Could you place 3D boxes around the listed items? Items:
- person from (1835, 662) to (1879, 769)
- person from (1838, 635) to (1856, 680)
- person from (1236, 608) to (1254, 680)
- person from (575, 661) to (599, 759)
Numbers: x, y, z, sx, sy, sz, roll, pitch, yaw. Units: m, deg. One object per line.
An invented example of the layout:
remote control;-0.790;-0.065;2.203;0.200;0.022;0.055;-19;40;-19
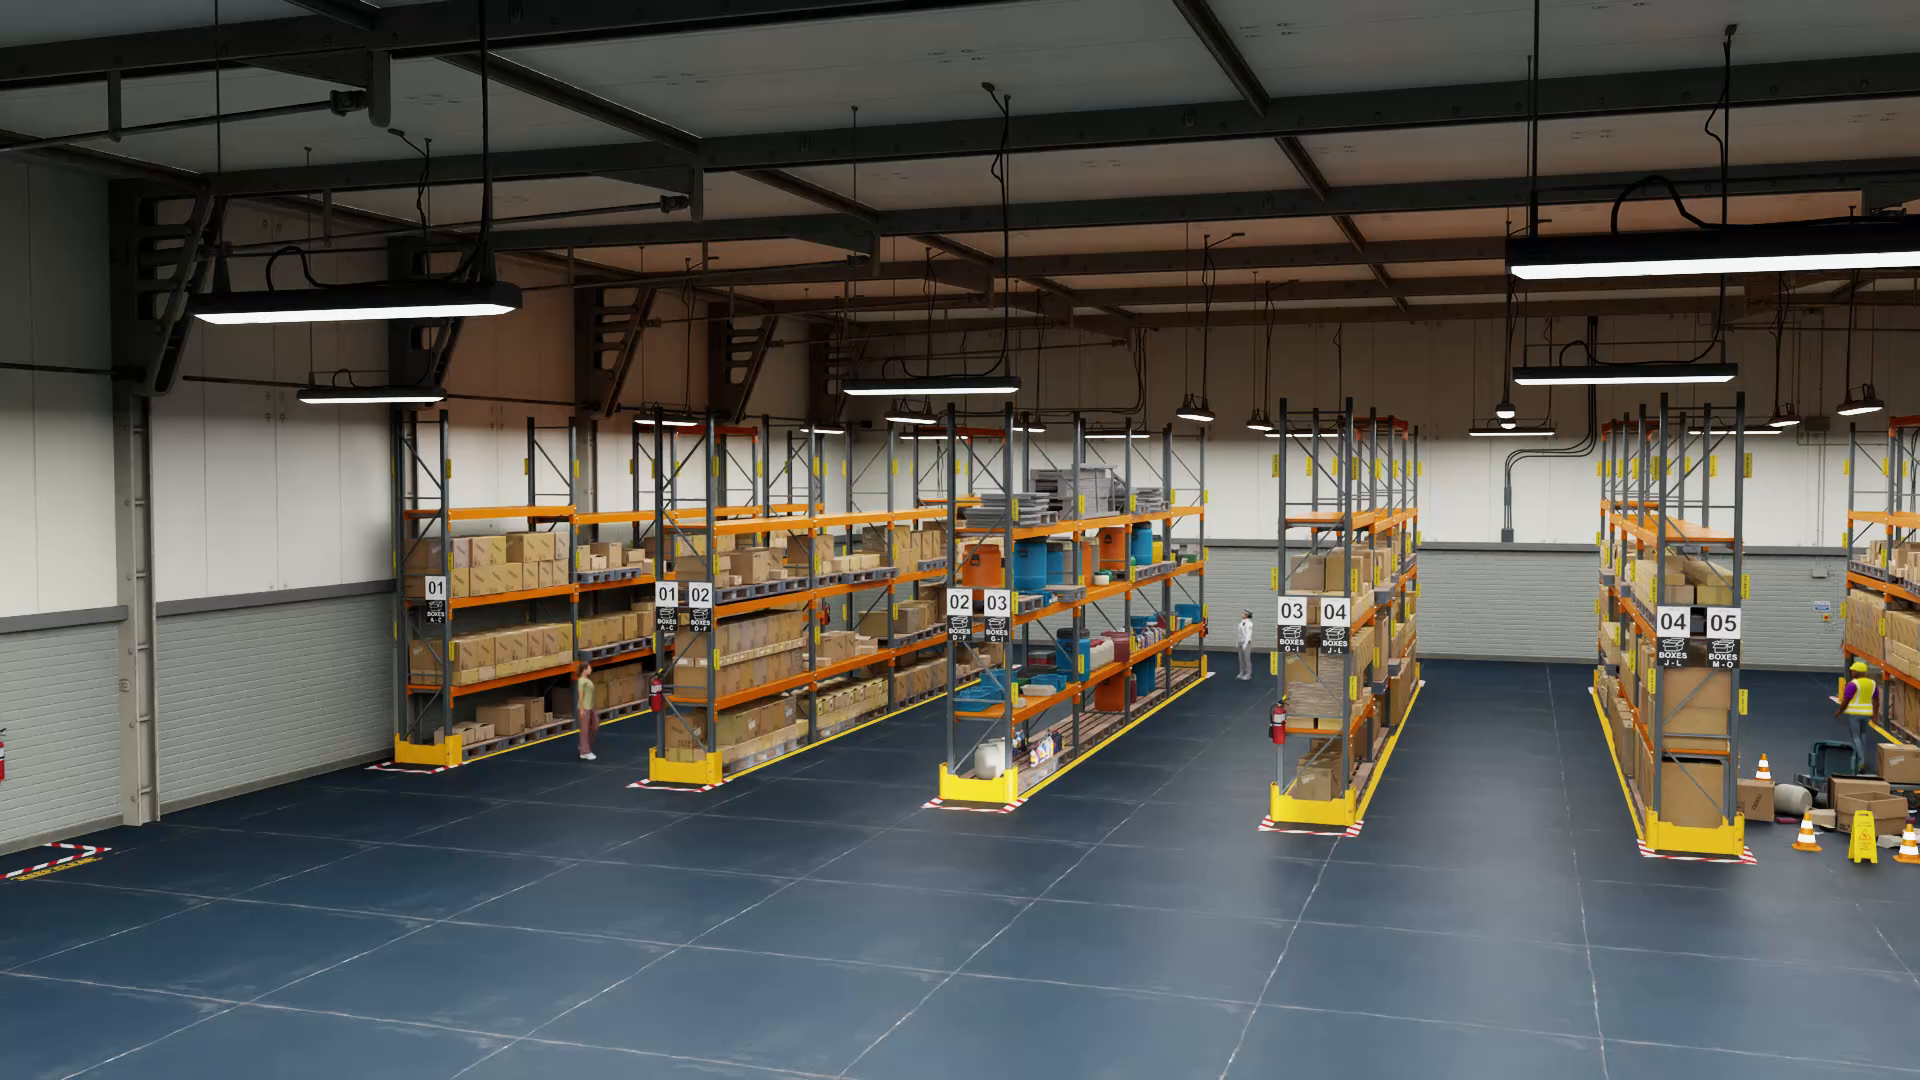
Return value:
person;14.979;2.928;27.742;0.642;1.797;0.693;0;2;8
person;20.624;2.456;38.509;0.478;1.799;0.599;0;2;-2
person;6.787;2.470;39.642;0.395;1.705;0.522;-1;3;-27
person;-6.465;2.946;28.796;0.386;1.698;0.524;0;2;2
